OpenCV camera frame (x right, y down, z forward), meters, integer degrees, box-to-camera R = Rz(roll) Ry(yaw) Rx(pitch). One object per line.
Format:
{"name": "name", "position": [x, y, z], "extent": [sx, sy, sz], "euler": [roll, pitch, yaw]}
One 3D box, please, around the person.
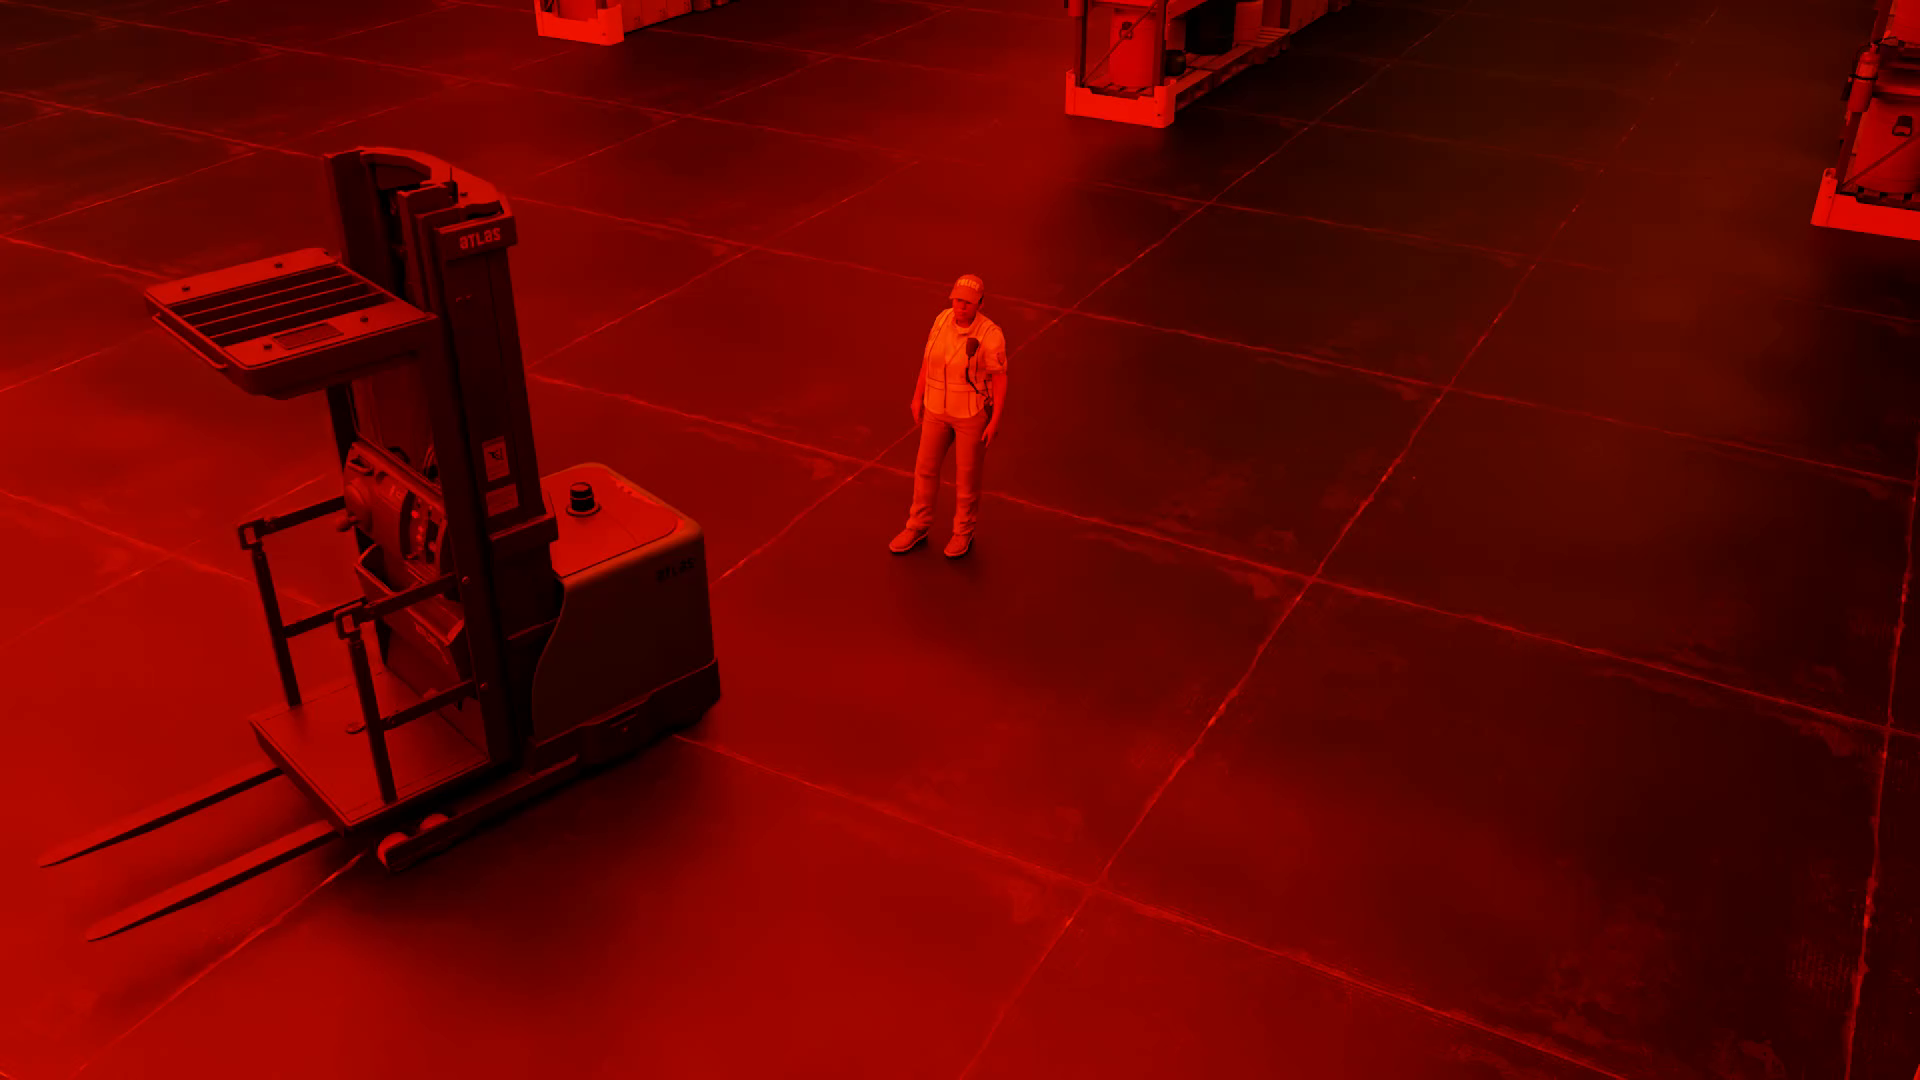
{"name": "person", "position": [-0.057, -0.700, 9.534], "extent": [0.599, 1.670, 0.529], "euler": [15, 33, 25]}

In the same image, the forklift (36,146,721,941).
{"name": "forklift", "position": [-2.645, -0.086, 7.220], "extent": [3.031, 2.935, 1.130], "euler": [-25, 38, -36]}
